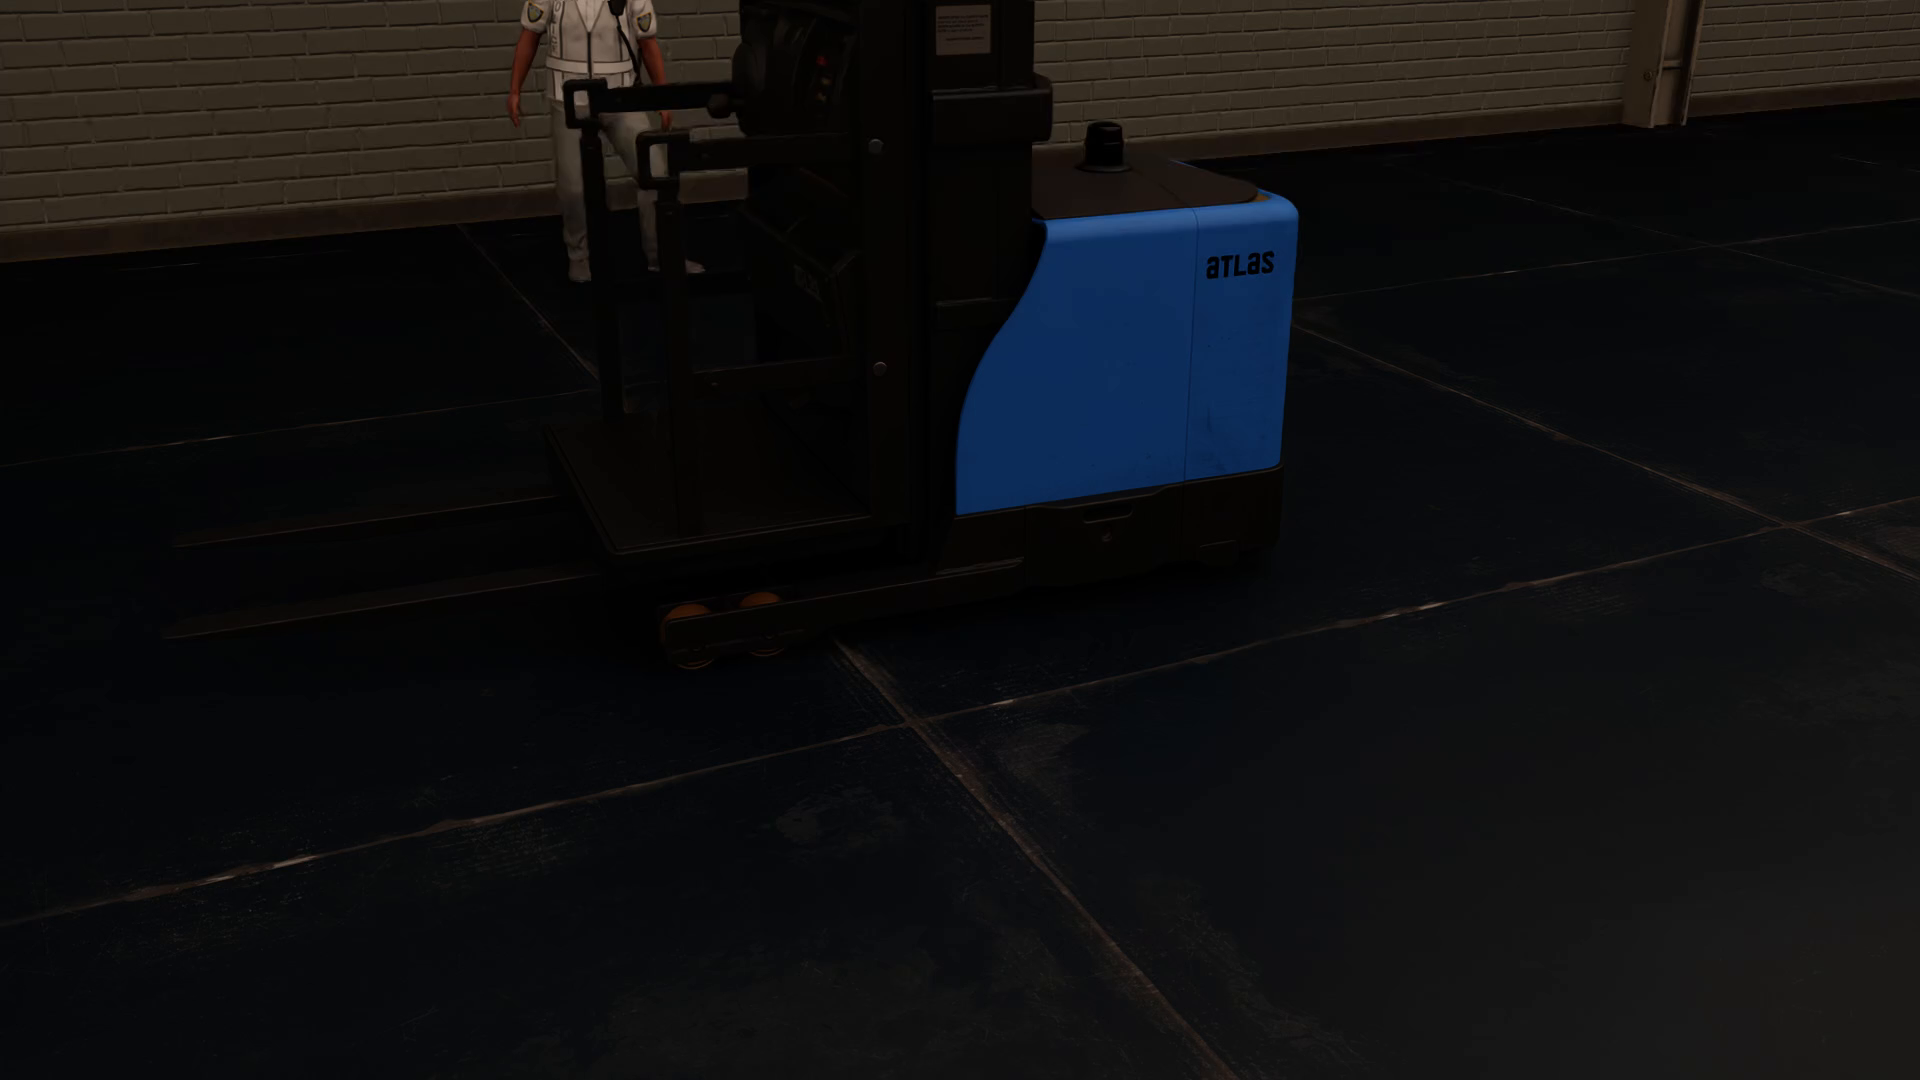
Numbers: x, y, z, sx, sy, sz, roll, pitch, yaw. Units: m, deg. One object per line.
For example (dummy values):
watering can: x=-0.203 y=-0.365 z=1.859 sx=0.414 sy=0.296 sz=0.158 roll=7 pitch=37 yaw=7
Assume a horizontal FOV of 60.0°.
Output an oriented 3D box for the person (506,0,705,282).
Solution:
person: x=-1.719 y=-2.089 z=7.946 sx=0.889 sy=1.721 sz=0.437 roll=-4 pitch=23 yaw=-10

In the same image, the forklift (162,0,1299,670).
forklift: x=-0.621 y=-1.248 z=4.291 sx=3.031 sy=2.935 sz=1.130 roll=-9 pitch=24 yaw=-20
